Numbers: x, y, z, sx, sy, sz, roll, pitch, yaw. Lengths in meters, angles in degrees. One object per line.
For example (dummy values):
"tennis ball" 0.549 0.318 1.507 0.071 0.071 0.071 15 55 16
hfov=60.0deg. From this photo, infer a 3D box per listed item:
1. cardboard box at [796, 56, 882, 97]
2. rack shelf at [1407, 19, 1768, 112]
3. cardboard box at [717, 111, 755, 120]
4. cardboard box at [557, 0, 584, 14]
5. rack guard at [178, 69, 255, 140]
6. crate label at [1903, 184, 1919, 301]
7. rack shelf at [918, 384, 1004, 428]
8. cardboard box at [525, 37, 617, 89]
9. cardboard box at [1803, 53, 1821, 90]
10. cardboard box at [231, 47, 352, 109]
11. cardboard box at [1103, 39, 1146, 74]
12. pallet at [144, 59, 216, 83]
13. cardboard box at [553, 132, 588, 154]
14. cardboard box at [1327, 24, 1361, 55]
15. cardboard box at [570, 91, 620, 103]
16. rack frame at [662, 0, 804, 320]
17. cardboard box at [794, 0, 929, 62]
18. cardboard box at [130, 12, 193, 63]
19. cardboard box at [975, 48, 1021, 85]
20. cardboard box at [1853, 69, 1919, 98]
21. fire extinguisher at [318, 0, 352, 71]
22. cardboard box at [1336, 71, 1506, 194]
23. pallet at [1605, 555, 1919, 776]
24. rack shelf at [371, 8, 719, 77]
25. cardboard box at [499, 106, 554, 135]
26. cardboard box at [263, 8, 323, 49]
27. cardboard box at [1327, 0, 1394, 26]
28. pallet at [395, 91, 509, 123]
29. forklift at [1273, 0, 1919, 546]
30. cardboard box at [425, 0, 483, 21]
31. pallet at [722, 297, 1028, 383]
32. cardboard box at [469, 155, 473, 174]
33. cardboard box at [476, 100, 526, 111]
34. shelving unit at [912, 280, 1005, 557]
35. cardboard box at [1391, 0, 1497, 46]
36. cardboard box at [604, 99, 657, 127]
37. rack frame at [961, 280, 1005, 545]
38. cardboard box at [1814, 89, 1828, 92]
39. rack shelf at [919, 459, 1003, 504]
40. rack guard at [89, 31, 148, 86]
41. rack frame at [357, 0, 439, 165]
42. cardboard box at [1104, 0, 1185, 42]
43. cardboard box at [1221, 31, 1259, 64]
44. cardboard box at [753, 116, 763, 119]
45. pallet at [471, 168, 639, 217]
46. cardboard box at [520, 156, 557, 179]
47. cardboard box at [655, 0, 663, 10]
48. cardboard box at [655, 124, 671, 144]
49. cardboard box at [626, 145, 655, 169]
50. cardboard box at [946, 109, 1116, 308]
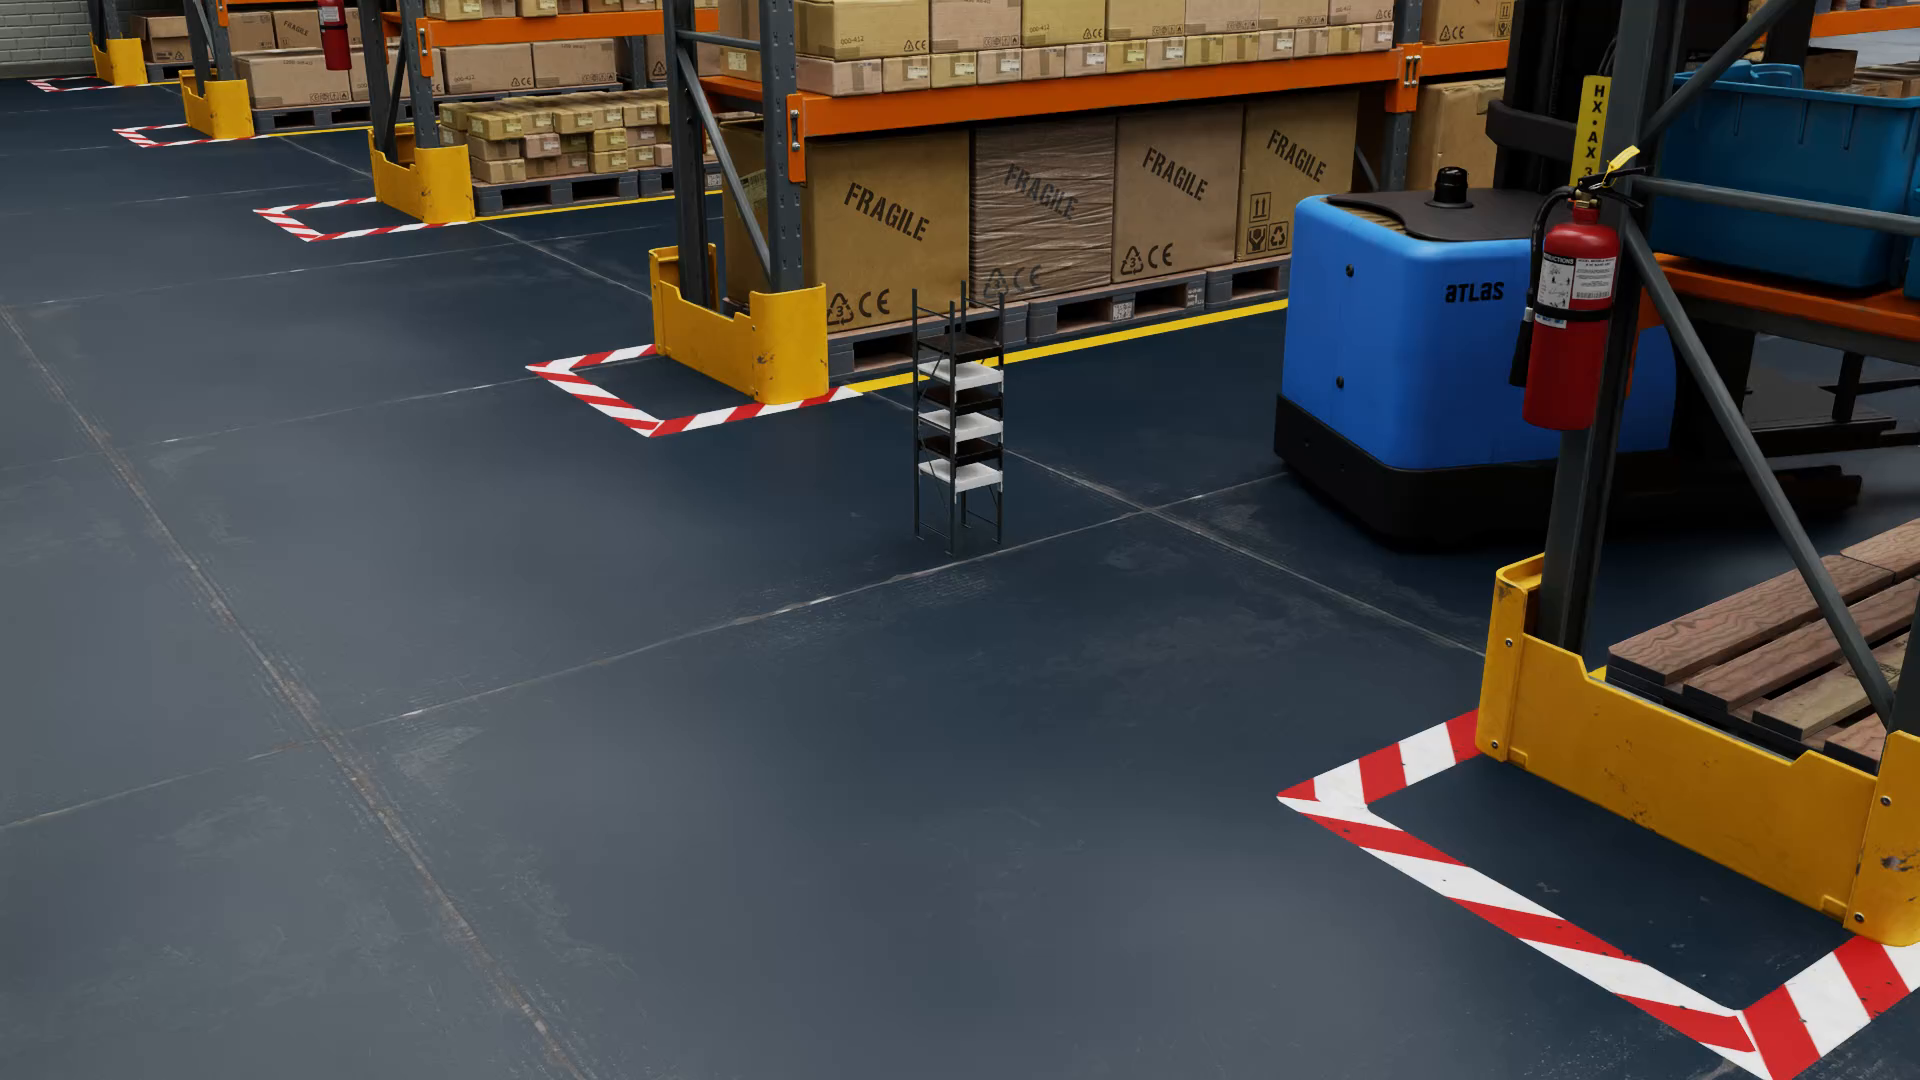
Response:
"cardboard box" -0.551 -2.062 7.355 0.250 0.149 0.380 -15 26 -32
"rack shelf" 3.838 -3.166 10.753 4.000 0.370 1.077 -15 26 -33
"cardboard box" -1.753 -3.268 12.517 0.250 0.149 0.380 -16 27 -35
"cardboard box" -2.830 -3.777 11.653 0.250 0.149 0.380 -14 25 -30
"rack guard" -6.839 -4.016 15.287 0.348 0.500 1.175 -15 26 -33
"crate label" 2.253 -0.615 3.536 0.303 0.233 0.416 -15 26 -33
"rack shelf" -0.007 -0.469 5.704 0.200 0.077 0.258 -15 26 -33
"cardboard box" -4.145 -4.950 17.144 0.875 0.438 0.875 -15 26 -34
"cardboard box" 5.988 -3.478 12.333 0.500 0.250 0.500 -14 26 -31
"cardboard box" -6.343 -4.360 15.667 0.875 0.438 0.875 -16 27 -35
"cardboard box" 0.696 -2.395 8.191 0.250 0.149 0.380 -16 27 -34
"pallet" -9.014 -5.569 19.568 1.213 0.211 1.003 -15 26 -33
"cardboard box" -2.870 -2.882 11.951 0.250 0.149 0.380 -15 26 -32
"cardboard box" 1.949 -2.730 9.029 0.250 0.149 0.380 -14 26 -32
"cardboard box" -2.759 -3.296 12.587 0.250 0.149 0.380 -14 26 -31
"rack frame" -1.032 -2.201 7.365 0.127 3.000 1.000 -15 26 -33
"cardboard box" -0.485 -2.292 7.394 0.500 0.250 0.500 -16 27 -34
"cardboard box" -9.170 -5.814 19.222 0.637 0.503 0.797 -16 27 -35
"cardboard box" 0.075 -2.230 7.777 0.250 0.149 0.380 -15 26 -34
"cardboard box" 7.345 -3.497 13.391 0.500 0.500 0.700 -18 28 -37
"fire extinguisher" -4.321 -3.590 11.454 0.183 0.674 0.296 -15 26 -33
"cardboard box" 2.722 -2.420 10.213 0.875 0.875 1.225 -15 26 -33
"pallet" 2.552 0.417 4.566 1.213 0.211 1.003 -15 26 -33
"rack shelf" -2.224 -3.814 12.377 4.000 0.370 1.077 -15 26 -33
"cardboard box" -3.070 -2.969 11.768 0.250 0.149 0.380 -14 26 -32
"cardboard box" -7.966 -6.071 19.868 0.500 0.500 0.500 -14 26 -32
"cardboard box" 2.009 -2.961 9.070 0.500 0.250 0.500 -15 26 -34
"pallet" -5.227 -4.346 16.504 1.213 0.211 1.003 -15 26 -33
"forklift" 2.814 -1.617 5.995 3.031 2.935 1.130 -5 22 -13
"cardboard box" -3.393 -3.570 11.134 0.250 0.149 0.380 -15 26 -33
"pallet" -0.429 -1.102 8.374 1.213 0.211 1.003 -15 26 -33
"cardboard box" -3.542 -2.763 12.053 0.250 0.149 0.380 -14 26 -32
"cardboard box" -3.328 -3.090 12.071 0.250 0.149 0.380 -14 26 -32
"shelving unit" -0.007 -0.416 5.725 0.210 0.900 0.258 -15 26 -33
"cardboard box" 2.734 -3.138 9.577 0.500 0.500 0.500 -15 26 -33
"cardboard box" -2.407 -3.121 12.148 0.250 0.149 0.380 -14 26 -31
"rack frame" 0.076 -0.438 5.780 0.006 0.900 0.240 -15 26 -33
"cardboard box" 5.994 -3.127 12.465 0.500 0.500 0.700 -17 27 -36
"rack shelf" -0.007 -0.218 5.804 0.200 0.077 0.258 -15 26 -33
"rack guard" -9.660 -5.530 19.081 0.348 0.500 1.175 -15 26 -33
"rack frame" -3.847 -3.715 11.159 0.127 3.000 1.000 -15 26 -33
"cardboard box" 0.764 -2.629 8.238 0.500 0.250 0.500 -16 27 -34
"cardboard box" 1.323 -2.563 8.610 0.250 0.149 0.380 -14 26 -32
"cardboard box" -1.546 -3.215 12.784 0.250 0.149 0.380 -14 26 -32
"pallet" -3.105 -2.602 12.131 1.213 0.211 1.003 -15 26 -33
"cardboard box" -3.070 -2.684 11.856 0.250 0.149 0.380 -15 26 -33
"cardboard box" -2.156 -3.923 12.019 0.250 0.149 0.380 -14 26 -31
"cardboard box" -2.242 -3.062 12.402 0.250 0.149 0.380 -13 25 -30
"cardboard box" -2.450 -2.846 12.262 0.250 0.149 0.380 -15 26 -33
"cardboard box" 0.179 -1.769 8.582 0.875 0.875 0.875 -15 26 -33
